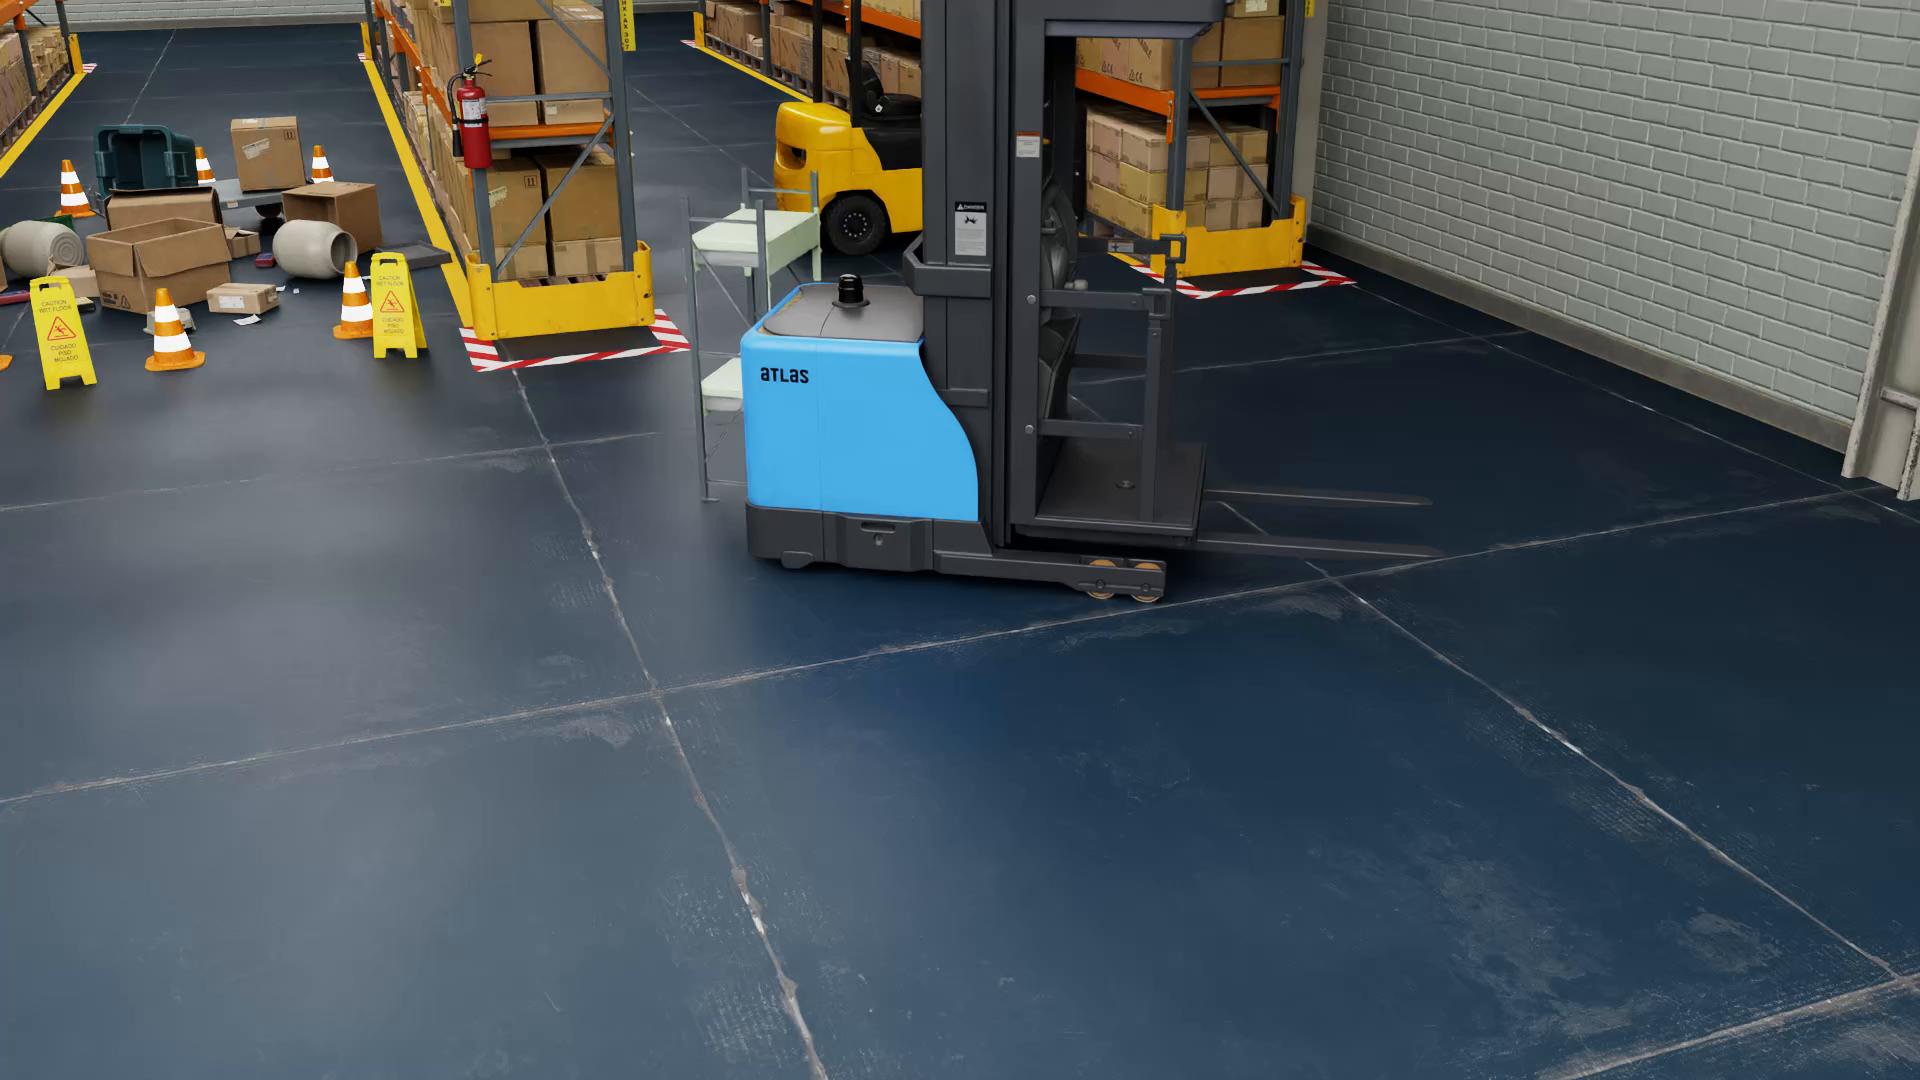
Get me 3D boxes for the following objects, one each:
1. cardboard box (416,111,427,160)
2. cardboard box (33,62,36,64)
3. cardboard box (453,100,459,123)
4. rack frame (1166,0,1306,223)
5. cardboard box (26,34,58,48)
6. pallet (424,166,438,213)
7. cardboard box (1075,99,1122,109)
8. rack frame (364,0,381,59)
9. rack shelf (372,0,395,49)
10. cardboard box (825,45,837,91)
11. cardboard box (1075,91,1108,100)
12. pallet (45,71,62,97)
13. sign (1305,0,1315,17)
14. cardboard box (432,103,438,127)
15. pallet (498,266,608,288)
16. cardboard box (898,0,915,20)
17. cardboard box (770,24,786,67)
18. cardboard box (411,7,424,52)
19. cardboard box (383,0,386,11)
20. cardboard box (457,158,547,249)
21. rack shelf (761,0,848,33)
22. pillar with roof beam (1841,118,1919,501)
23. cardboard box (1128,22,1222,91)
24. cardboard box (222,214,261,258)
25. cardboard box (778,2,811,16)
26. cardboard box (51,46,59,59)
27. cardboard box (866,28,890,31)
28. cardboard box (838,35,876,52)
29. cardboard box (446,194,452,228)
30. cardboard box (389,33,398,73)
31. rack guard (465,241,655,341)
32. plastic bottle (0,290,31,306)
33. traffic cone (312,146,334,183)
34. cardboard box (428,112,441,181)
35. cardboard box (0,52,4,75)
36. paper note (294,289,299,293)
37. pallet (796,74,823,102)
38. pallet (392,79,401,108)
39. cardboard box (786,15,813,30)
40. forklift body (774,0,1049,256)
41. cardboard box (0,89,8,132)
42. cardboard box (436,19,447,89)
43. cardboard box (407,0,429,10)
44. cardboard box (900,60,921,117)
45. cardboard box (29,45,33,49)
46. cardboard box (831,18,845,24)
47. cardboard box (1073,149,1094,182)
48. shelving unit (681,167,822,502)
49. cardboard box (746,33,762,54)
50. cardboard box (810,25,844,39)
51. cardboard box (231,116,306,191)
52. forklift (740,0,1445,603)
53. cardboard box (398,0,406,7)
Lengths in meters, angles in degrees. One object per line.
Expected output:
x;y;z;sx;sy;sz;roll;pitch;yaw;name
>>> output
-4.725;-3.928;16.051;0.950;0.372;0.625;-8;24;-17;cardboard box
-11.669;-5.888;20.604;0.380;0.149;0.250;-10;25;-22;cardboard box
-3.146;-2.857;10.989;0.380;0.149;0.250;-9;24;-20;cardboard box
2.022;-3.471;12.124;1.000;3.000;0.127;-8;24;-19;rack frame
-12.019;-6.514;21.708;0.380;0.149;0.250;-7;24;-17;cardboard box
-4.310;-3.240;15.166;1.003;0.211;1.213;-8;24;-19;pallet
1.022;-3.535;13.987;0.500;0.250;0.500;-9;24;-20;cardboard box
-8.272;-8.603;24.298;1.000;3.000;0.127;-8;24;-19;rack frame
-6.153;-6.091;19.266;1.077;0.370;4.000;-8;24;-19;rack shelf
-1.321;-5.727;20.154;0.500;0.500;0.500;-9;24;-20;cardboard box
1.323;-3.792;14.597;0.500;0.250;0.500;-8;24;-19;cardboard box
-12.160;-5.832;21.314;1.003;0.211;1.213;-8;24;-19;pallet
2.544;-3.981;12.116;0.100;0.325;0.005;-8;24;-19;sign
-3.906;-3.322;12.968;0.380;0.149;0.250;-7;24;-17;cardboard box
-2.901;-1.832;11.824;1.003;0.211;1.213;-8;24;-19;pallet
-0.333;-5.556;17.263;0.500;0.250;0.500;-8;24;-17;cardboard box
-2.257;-6.667;22.383;0.500;0.500;0.500;-7;24;-17;cardboard box
-4.139;-4.227;13.406;0.500;0.500;0.500;-8;24;-19;cardboard box
-6.063;-5.958;18.218;0.500;0.250;0.500;-8;24;-18;cardboard box
-3.147;-2.316;11.418;0.500;0.500;0.500;-8;24;-19;cardboard box
-1.510;-6.773;20.885;1.077;0.370;4.000;-8;24;-19;rack shelf
0.712;-3.842;5.279;9.100;9.000;0.400;-8;24;-19;pillar with roof beam
1.603;-3.660;12.443;0.500;0.500;0.500;-9;24;-20;cardboard box
-5.753;-2.392;13.083;0.396;0.266;0.258;12;26;27;cardboard box
-2.203;-7.055;22.085;0.380;0.149;0.250;-10;25;-22;cardboard box
-12.034;-6.376;21.763;0.380;0.149;0.250;-8;24;-18;cardboard box
-0.937;-6.242;20.540;0.380;0.149;0.250;-10;25;-21;cardboard box
-1.215;-5.863;19.642;0.380;0.149;0.250;-10;25;-22;cardboard box
-3.688;-2.533;12.896;0.500;0.250;0.500;-9;24;-20;cardboard box
-6.981;-6.405;21.842;0.875;0.438;0.875;-9;24;-20;cardboard box
-2.647;-1.665;11.056;1.175;0.500;0.348;-8;24;-19;rack guard
-6.661;-1.714;11.737;0.283;0.061;0.133;-18;29;-37;plastic bottle
-5.781;-3.332;15.059;0.336;0.463;0.334;-8;24;-19;traffic cone
-4.077;-3.263;13.664;0.500;0.500;0.500;-7;24;-16;cardboard box
-10.401;-5.017;17.503;0.500;0.250;0.500;-8;24;-19;cardboard box
-4.792;-1.799;12.004;0.032;0.001;0.123;-8;24;-19;paper note
-1.460;-5.812;21.268;1.003;0.211;1.213;-8;24;-19;pallet
-6.516;-5.594;20.751;1.003;0.211;1.213;-8;24;-19;pallet
-2.068;-6.824;21.920;0.380;0.149;0.250;-10;25;-22;cardboard box
-0.354;-3.519;13.330;2.313;2.155;1.214;-8;24;-19;forklift body
-10.234;-4.496;17.232;0.500;0.500;0.500;-8;24;-18;cardboard box
-3.242;-3.314;11.239;0.500;0.500;0.500;-8;24;-19;cardboard box
-3.453;-3.945;11.448;0.700;0.500;0.500;-9;24;-20;cardboard box
-0.120;-4.768;17.717;0.875;0.625;0.625;-9;25;-21;cardboard box
-11.673;-6.026;20.549;0.380;0.149;0.250;-9;24;-20;cardboard box
-1.463;-6.699;21.625;0.380;0.149;0.250;-8;24;-18;cardboard box
1.189;-3.131;13.671;0.500;0.250;0.500;-9;24;-20;cardboard box
-0.991;-1.008;8.210;0.431;1.500;0.755;6;24;14;shelving unit
-2.815;-7.057;23.611;0.396;0.266;0.258;-7;24;-17;cardboard box
-1.658;-6.349;20.794;0.380;0.149;0.250;-10;25;-22;cardboard box
-5.688;-3.184;13.687;0.500;0.500;0.500;-8;24;-19;cardboard box
0.613;-1.307;7.078;3.031;2.935;1.130;4;23;9;forklift
-5.306;-5.314;16.279;0.380;0.149;0.250;-8;24;-19;cardboard box
